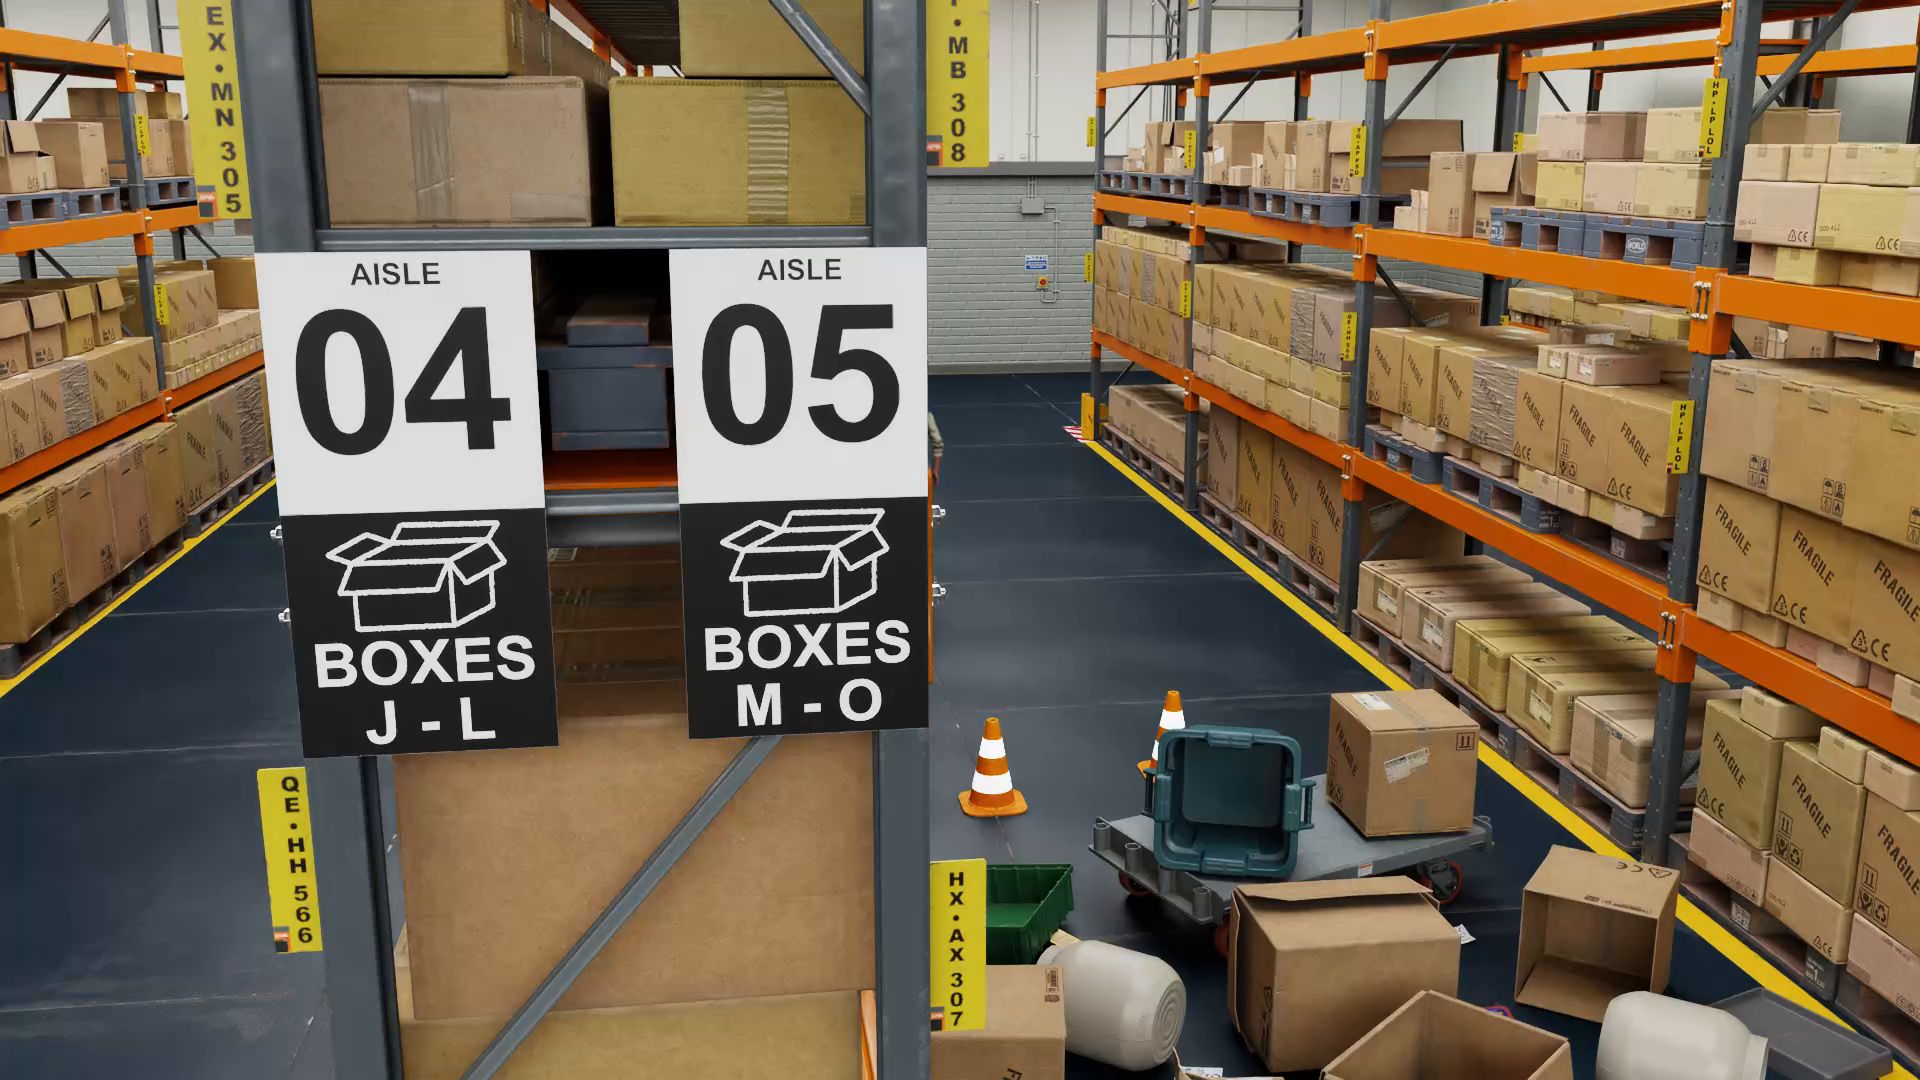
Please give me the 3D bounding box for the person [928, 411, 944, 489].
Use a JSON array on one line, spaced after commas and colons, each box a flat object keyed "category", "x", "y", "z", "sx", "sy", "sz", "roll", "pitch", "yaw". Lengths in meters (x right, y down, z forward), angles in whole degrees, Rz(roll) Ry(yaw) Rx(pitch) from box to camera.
[{"category": "person", "x": -0.380, "y": -0.462, "z": 13.069, "sx": 0.512, "sy": 1.545, "sz": 0.662, "roll": -1, "pitch": 13, "yaw": -3}]
